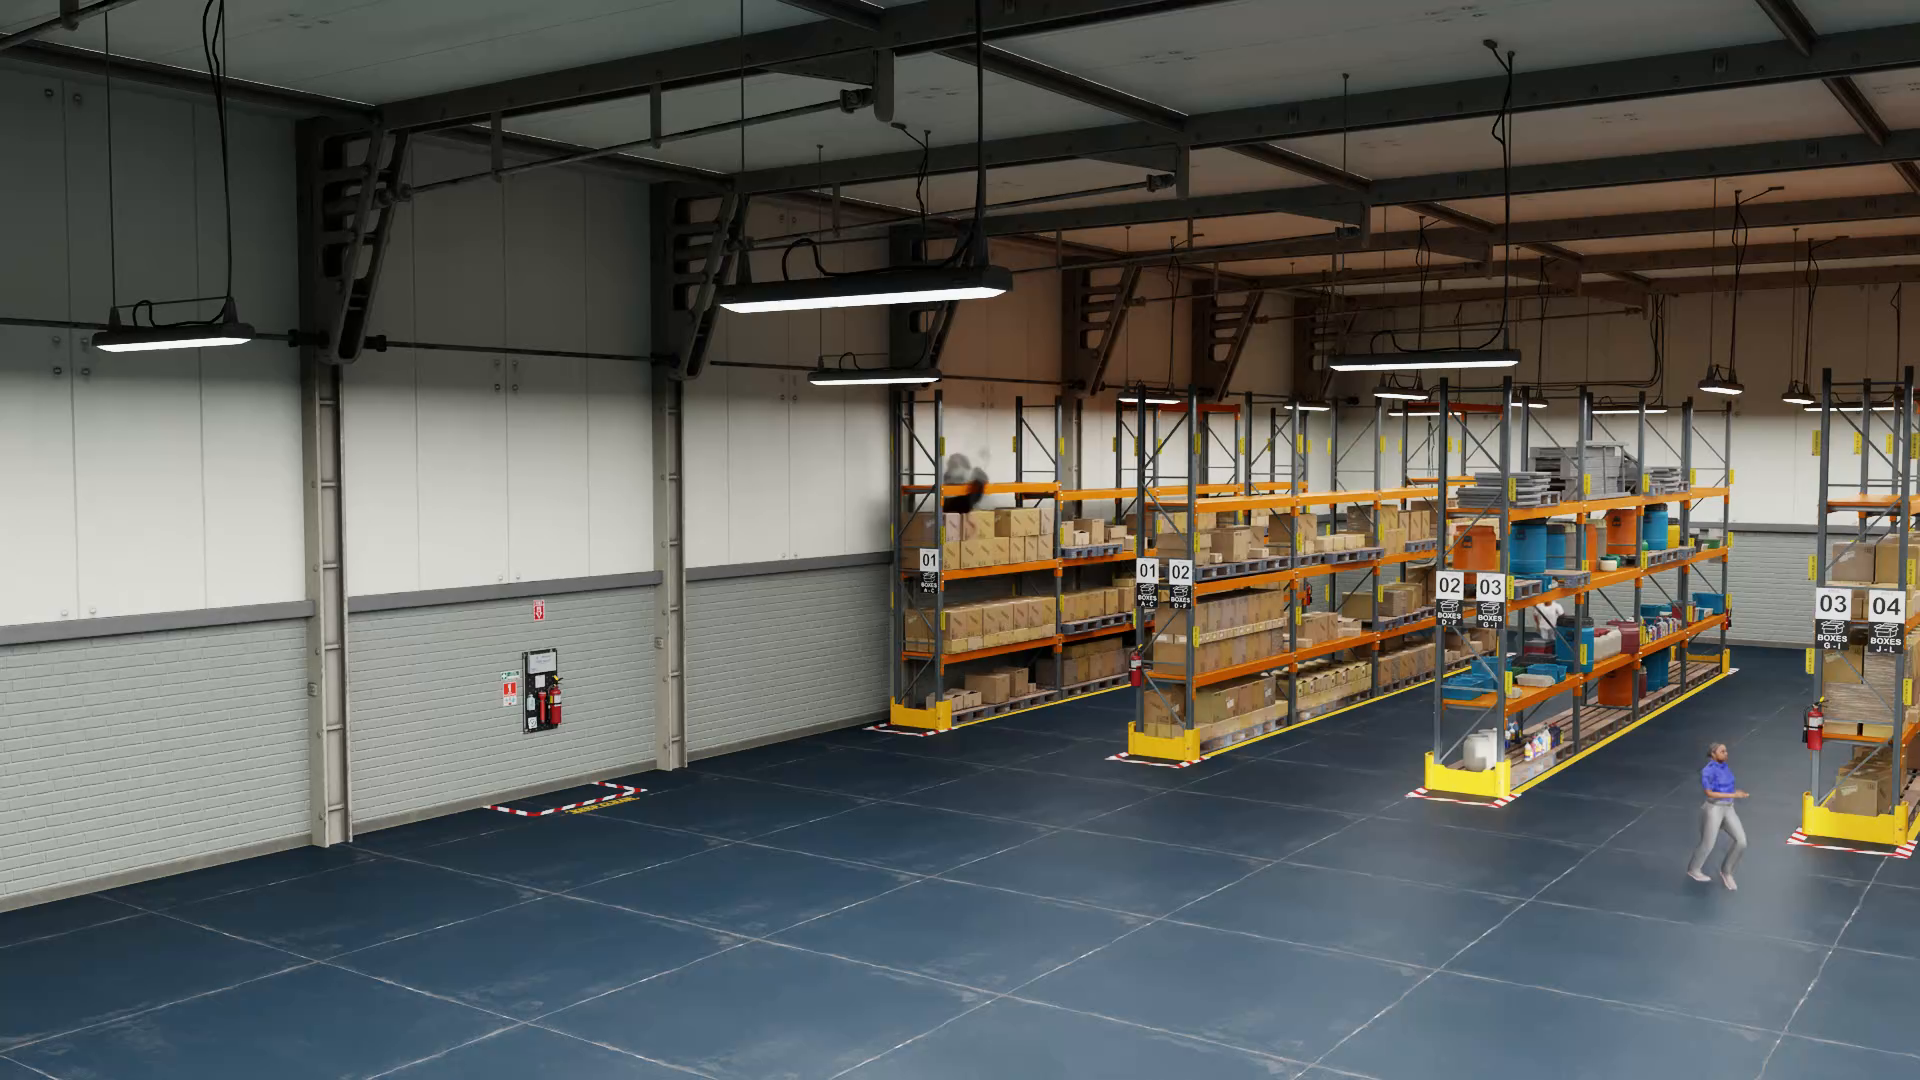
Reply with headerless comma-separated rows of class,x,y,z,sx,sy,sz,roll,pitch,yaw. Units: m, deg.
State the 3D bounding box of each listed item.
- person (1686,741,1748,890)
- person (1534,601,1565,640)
person,8.601,3.122,18.832,0.541,1.694,0.718,-2,4,-27
person,13.489,2.008,38.120,0.686,1.706,0.658,2,4,30
